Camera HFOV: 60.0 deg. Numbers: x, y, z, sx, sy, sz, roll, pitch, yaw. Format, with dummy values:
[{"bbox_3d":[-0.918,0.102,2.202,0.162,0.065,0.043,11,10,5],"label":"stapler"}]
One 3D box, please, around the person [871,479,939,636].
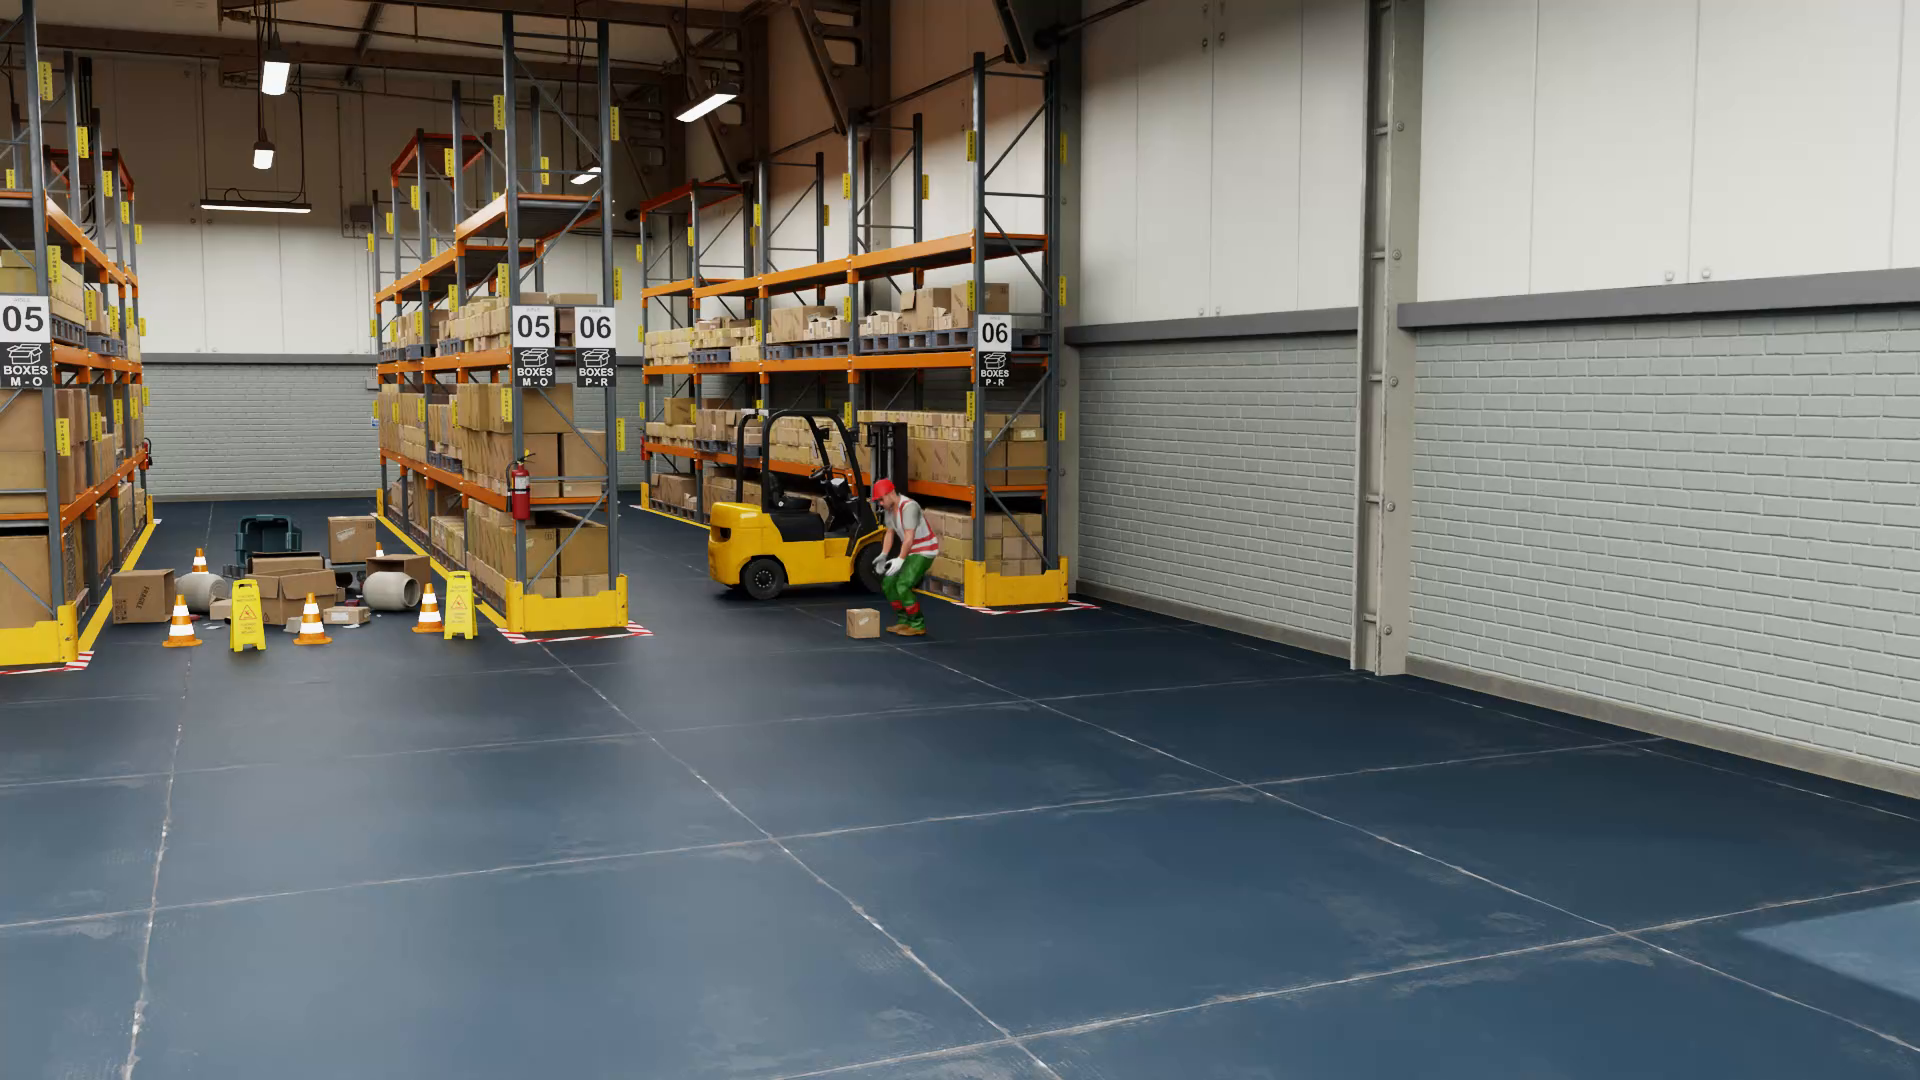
[{"bbox_3d":[-0.543,0.164,16.219,0.690,1.528,0.579,-2,6,-23],"label":"person"}]
